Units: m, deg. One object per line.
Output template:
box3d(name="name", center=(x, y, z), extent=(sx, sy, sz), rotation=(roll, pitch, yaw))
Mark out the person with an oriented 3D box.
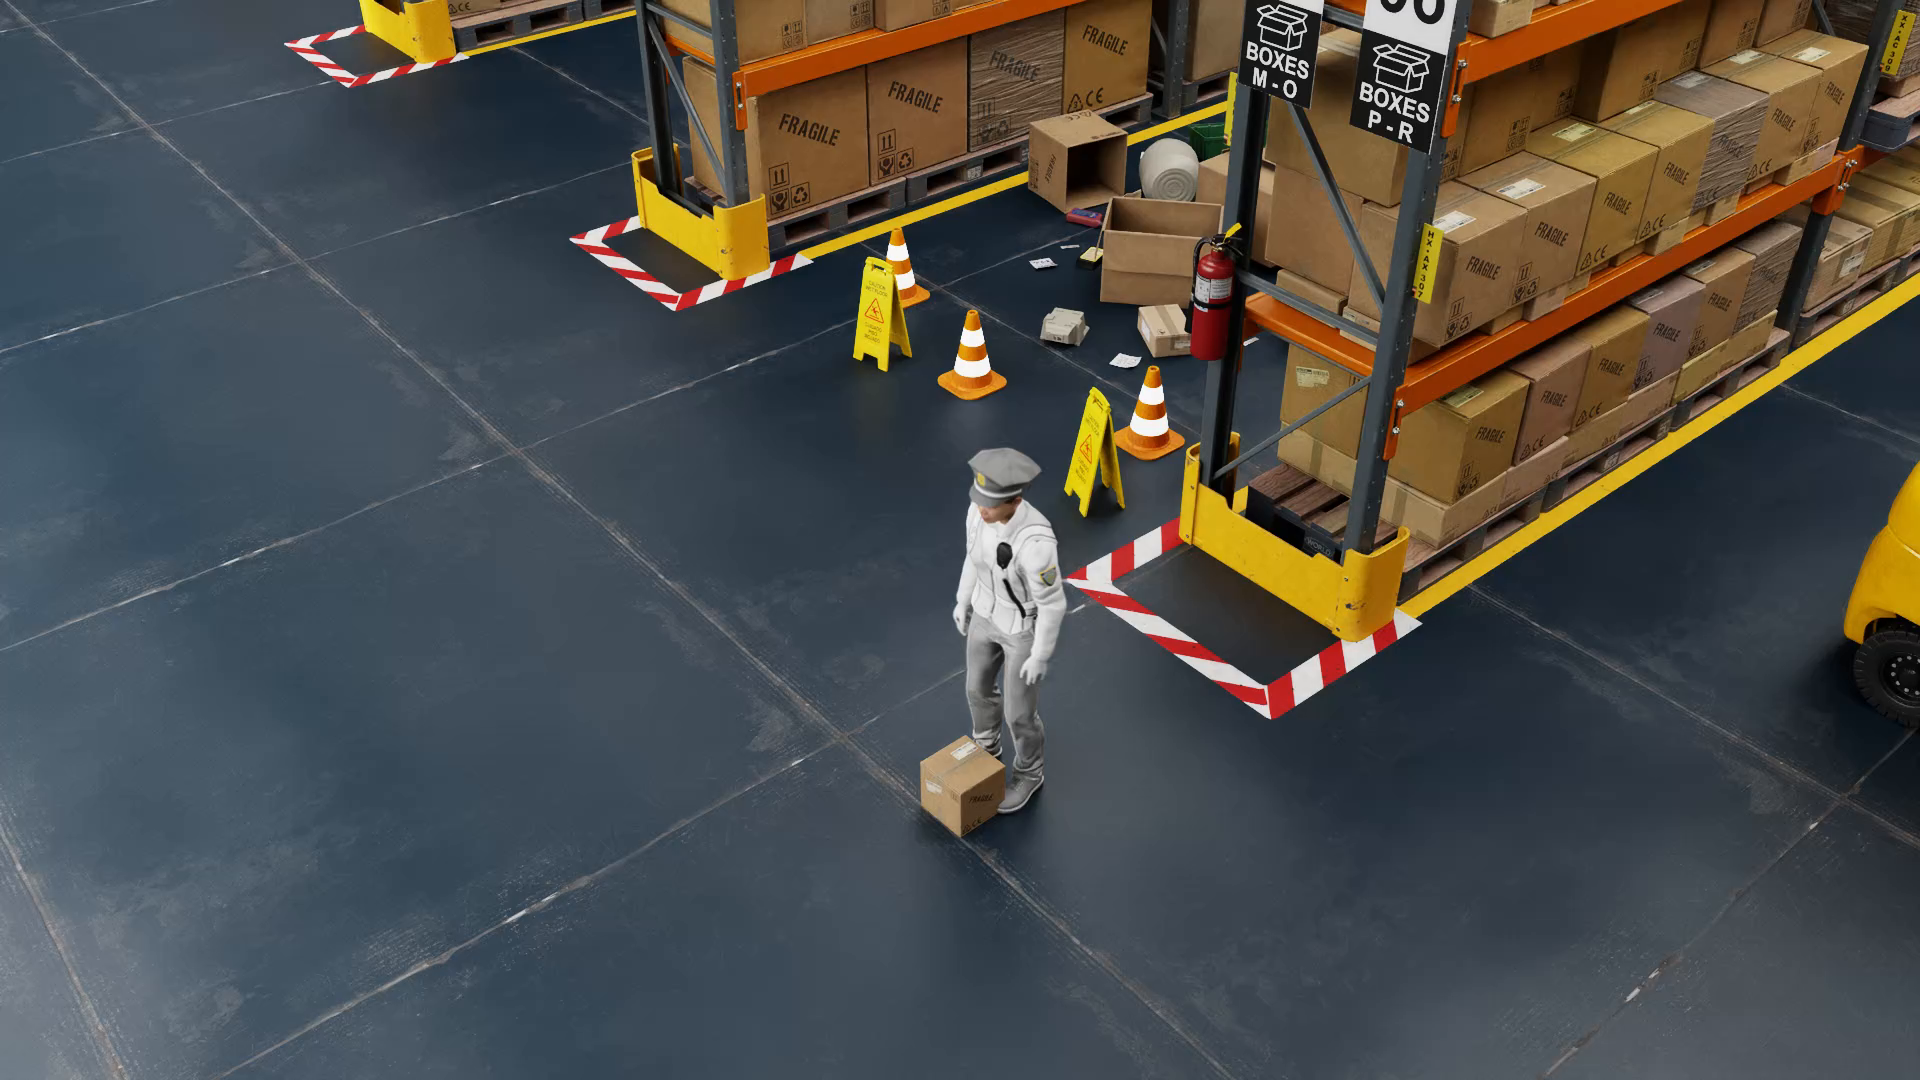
box3d(name="person", center=(0.187, 0.351, 6.592), extent=(0.372, 1.663, 0.528), rotation=(-26, 44, -31))
